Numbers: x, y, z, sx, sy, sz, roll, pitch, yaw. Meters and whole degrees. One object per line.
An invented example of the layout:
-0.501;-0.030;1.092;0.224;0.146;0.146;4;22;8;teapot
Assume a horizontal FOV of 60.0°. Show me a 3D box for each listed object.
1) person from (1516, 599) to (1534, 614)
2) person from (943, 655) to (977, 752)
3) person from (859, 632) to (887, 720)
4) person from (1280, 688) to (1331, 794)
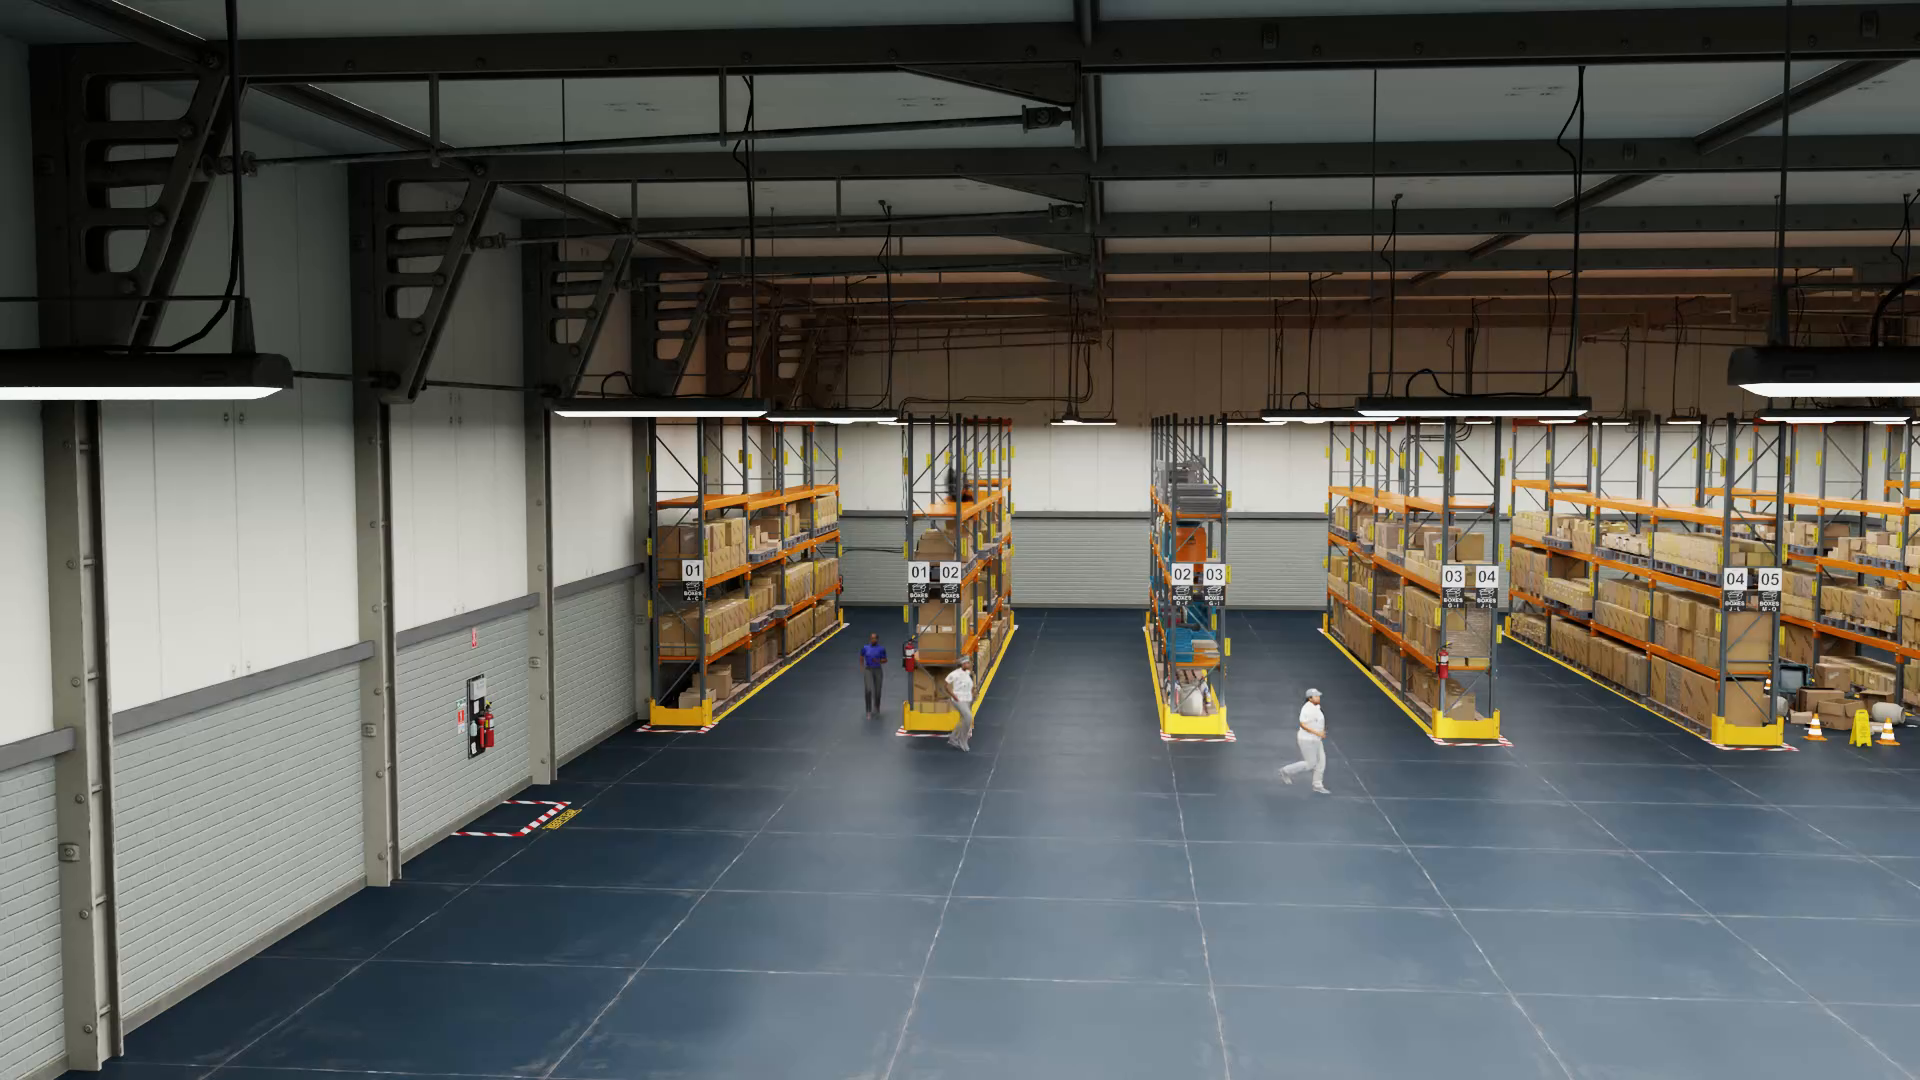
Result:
16.160;1.721;47.313;0.664;1.685;0.589;0;4;-1;person
0.041;2.901;29.631;0.672;1.711;0.585;3;5;38;person
-1.716;2.682;32.929;0.546;1.719;0.770;0;4;-4;person
5.477;3.154;26.211;0.767;1.663;0.613;2;4;29;person
